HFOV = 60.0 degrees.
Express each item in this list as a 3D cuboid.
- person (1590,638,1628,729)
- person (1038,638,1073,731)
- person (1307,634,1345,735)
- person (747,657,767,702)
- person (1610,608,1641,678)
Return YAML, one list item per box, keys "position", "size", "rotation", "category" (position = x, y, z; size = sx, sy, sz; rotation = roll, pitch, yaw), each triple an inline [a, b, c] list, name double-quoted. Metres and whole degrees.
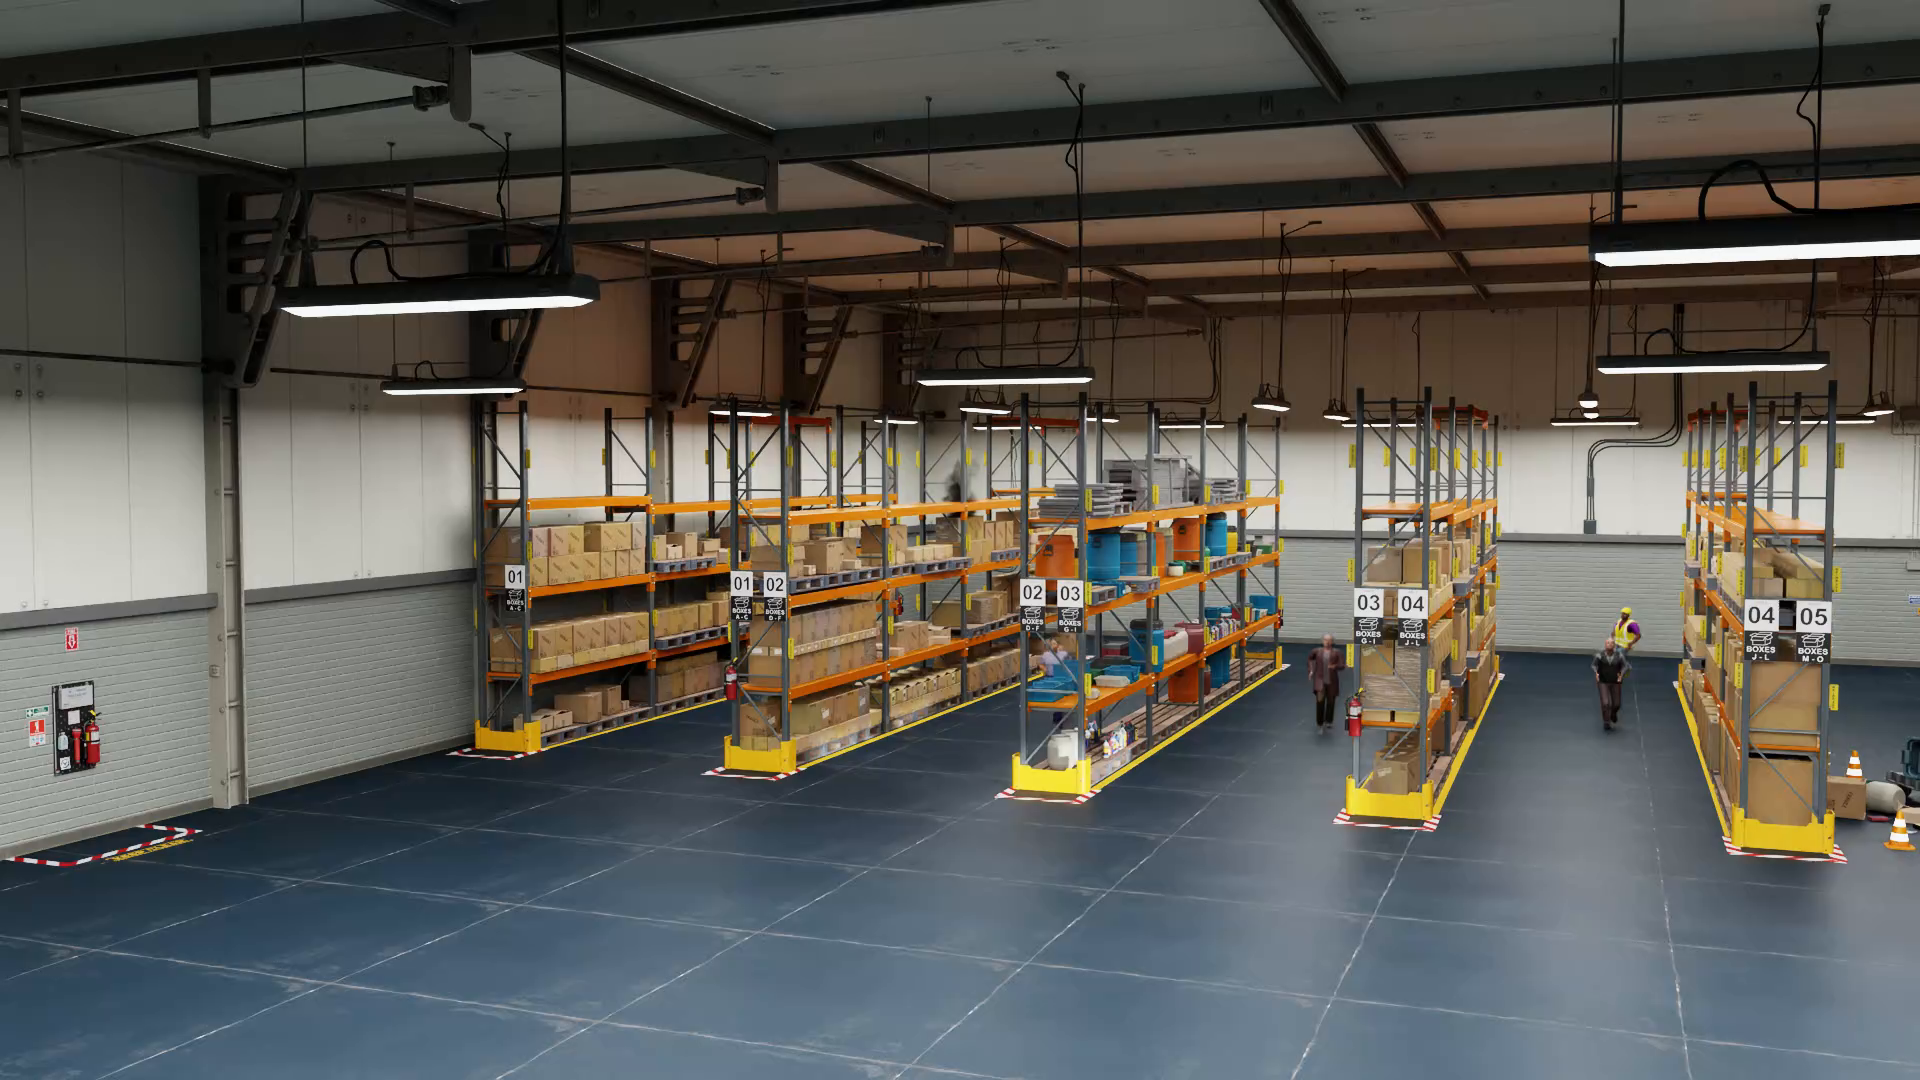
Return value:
- position: [12.059, 2.661, 30.905]
  size: [0.660, 1.674, 0.626]
  rotation: [1, 3, 18]
  category: "person"
- position: [1.765, 2.678, 30.986]
  size: [0.594, 1.711, 0.761]
  rotation: [1, 3, 22]
  category: "person"
- position: [6.699, 2.638, 30.410]
  size: [0.668, 1.842, 0.825]
  rotation: [0, 3, 10]
  category: "person"
- position: [-3.729, 2.574, 31.646]
  size: [0.685, 1.790, 0.833]
  rotation: [1, 3, 13]
  category: "person"
- position: [14.848, 2.347, 37.208]
  size: [0.547, 1.699, 0.751]
  rotation: [-1, 3, -19]
  category: "person"
